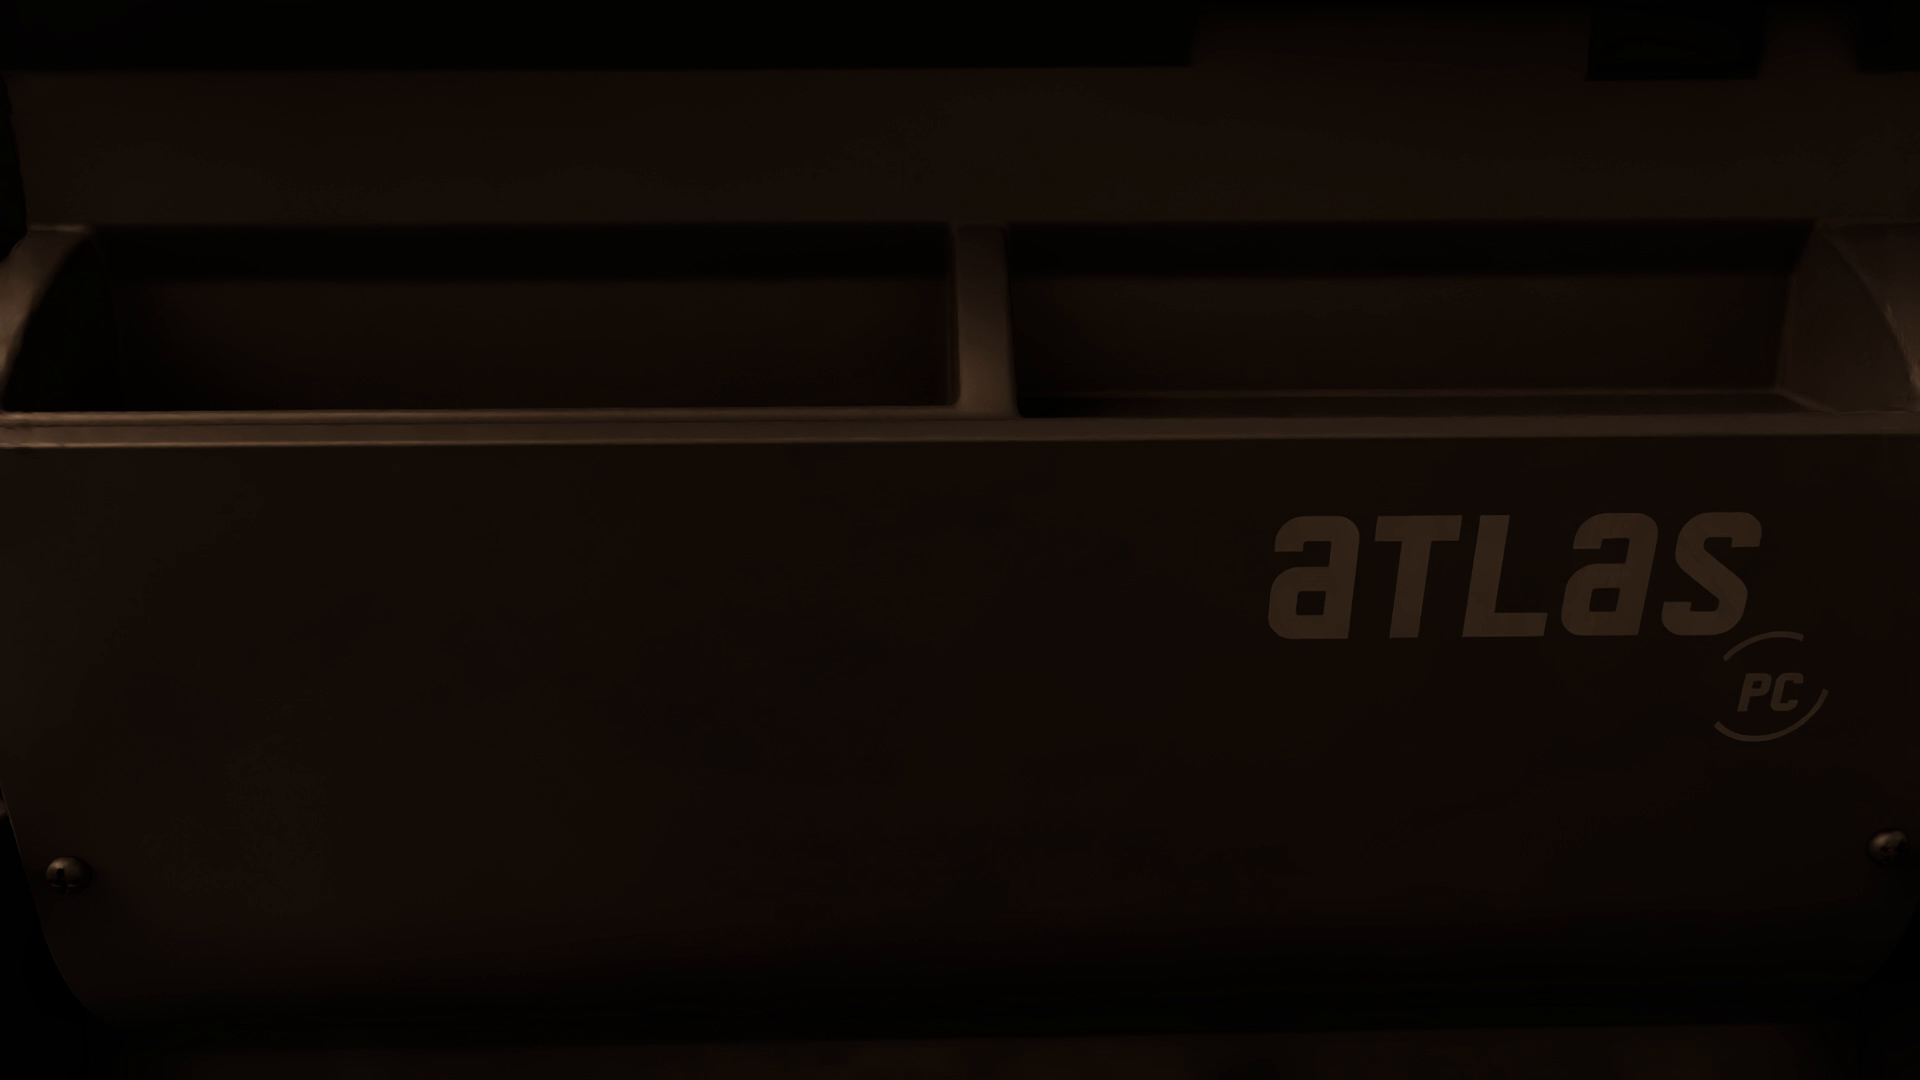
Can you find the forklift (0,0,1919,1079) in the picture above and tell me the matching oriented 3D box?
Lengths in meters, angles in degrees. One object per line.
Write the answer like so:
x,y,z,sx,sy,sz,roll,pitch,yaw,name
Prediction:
0.026,-0.470,0.443,1.130,2.935,3.031,-1,17,-2,forklift
